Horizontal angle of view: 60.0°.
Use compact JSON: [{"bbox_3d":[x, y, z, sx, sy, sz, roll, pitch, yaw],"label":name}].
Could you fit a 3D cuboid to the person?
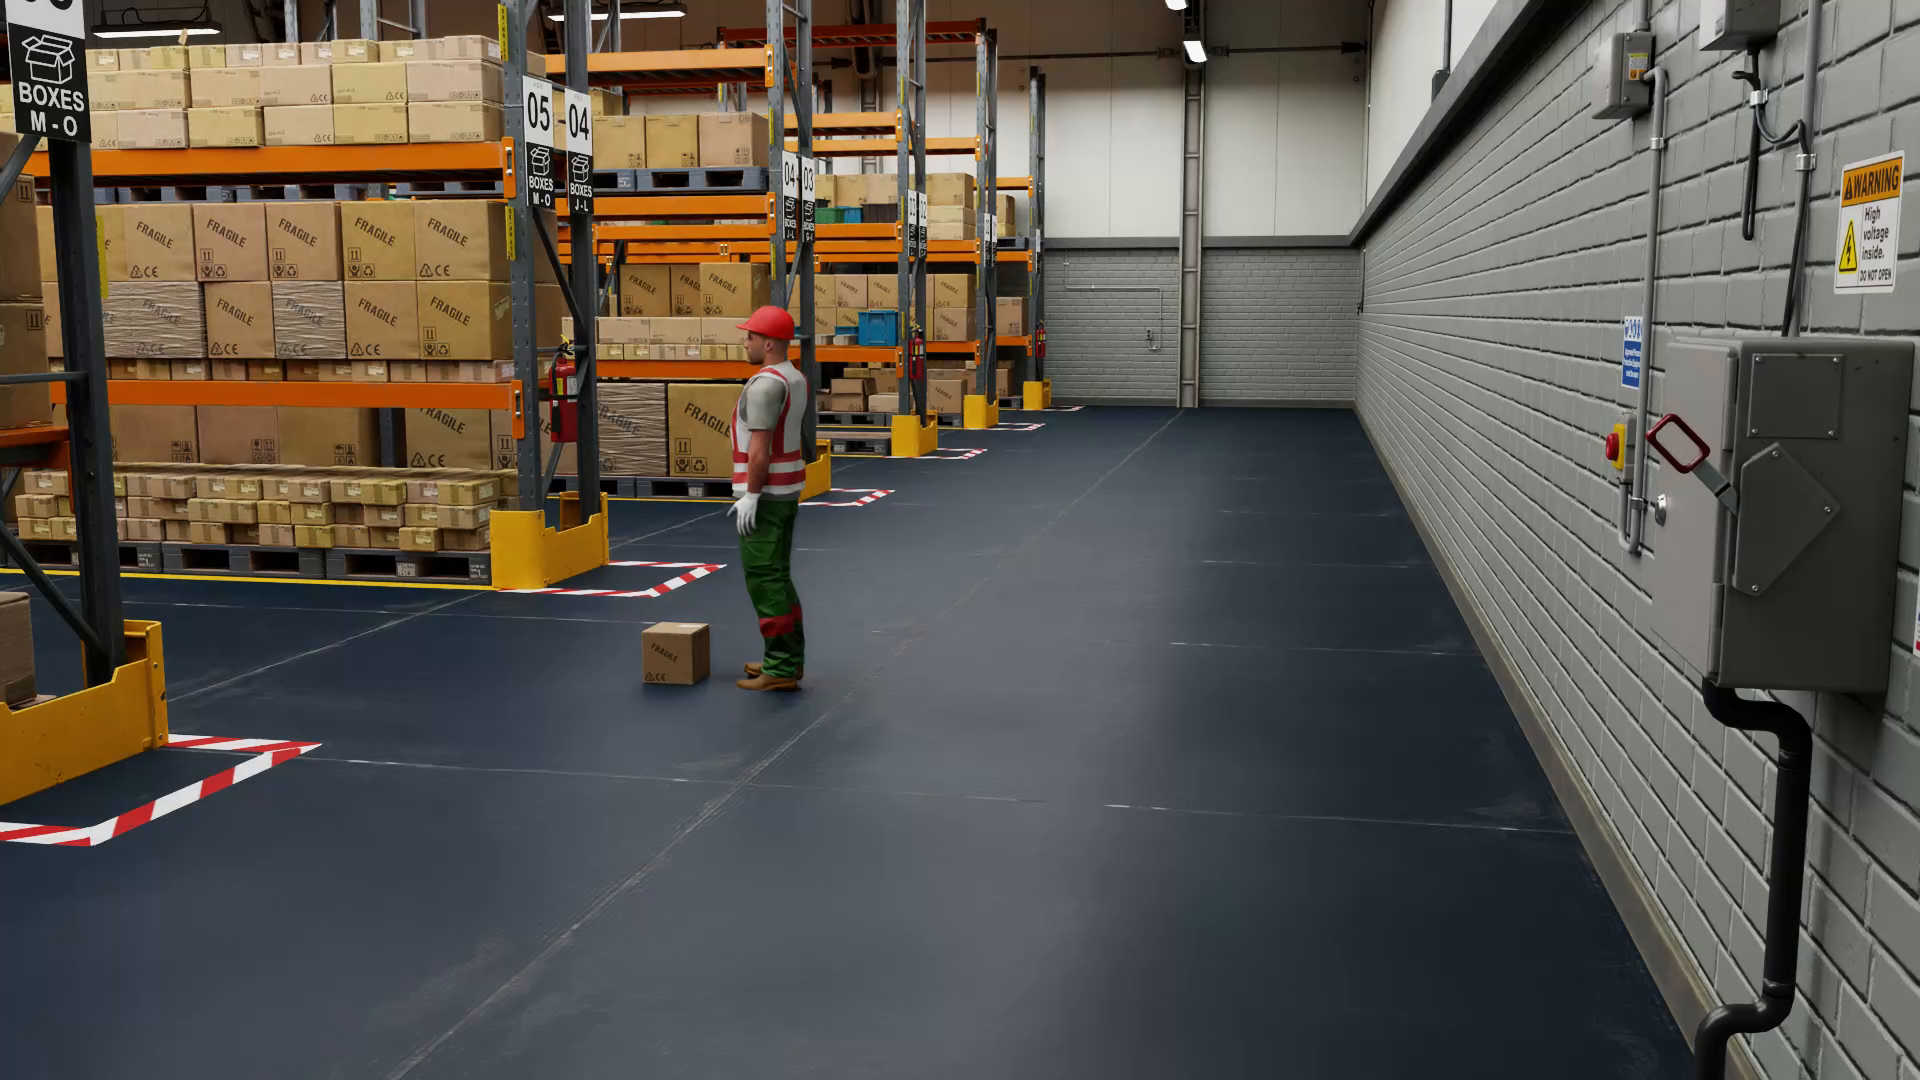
[{"bbox_3d":[-0.908,-0.193,7.821,0.354,1.803,0.523,2,8,13],"label":"person"}]
